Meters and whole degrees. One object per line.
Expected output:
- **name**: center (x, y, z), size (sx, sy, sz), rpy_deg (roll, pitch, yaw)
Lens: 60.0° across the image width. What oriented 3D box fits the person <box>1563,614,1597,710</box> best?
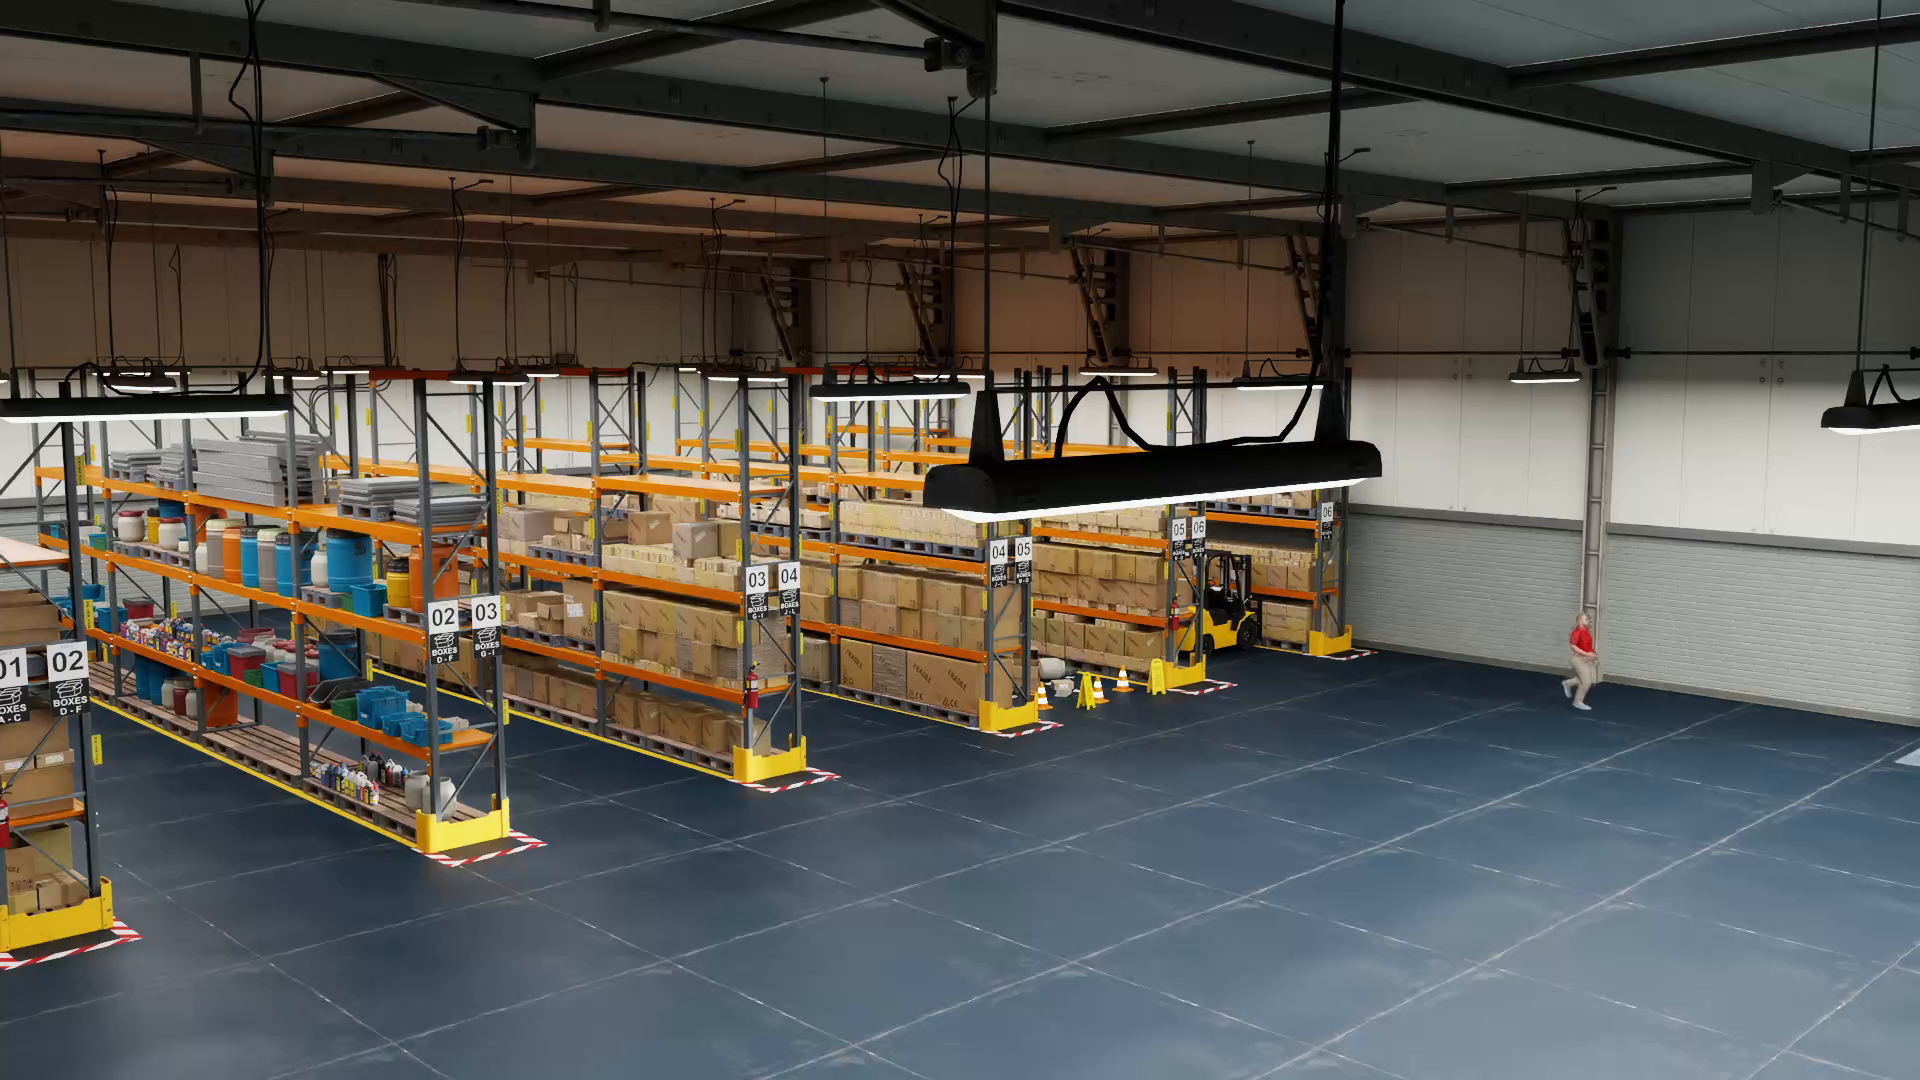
- **person**: center (11.066, 2.160, 29.681), size (0.627, 1.692, 0.697), rpy_deg (5, 8, 35)
